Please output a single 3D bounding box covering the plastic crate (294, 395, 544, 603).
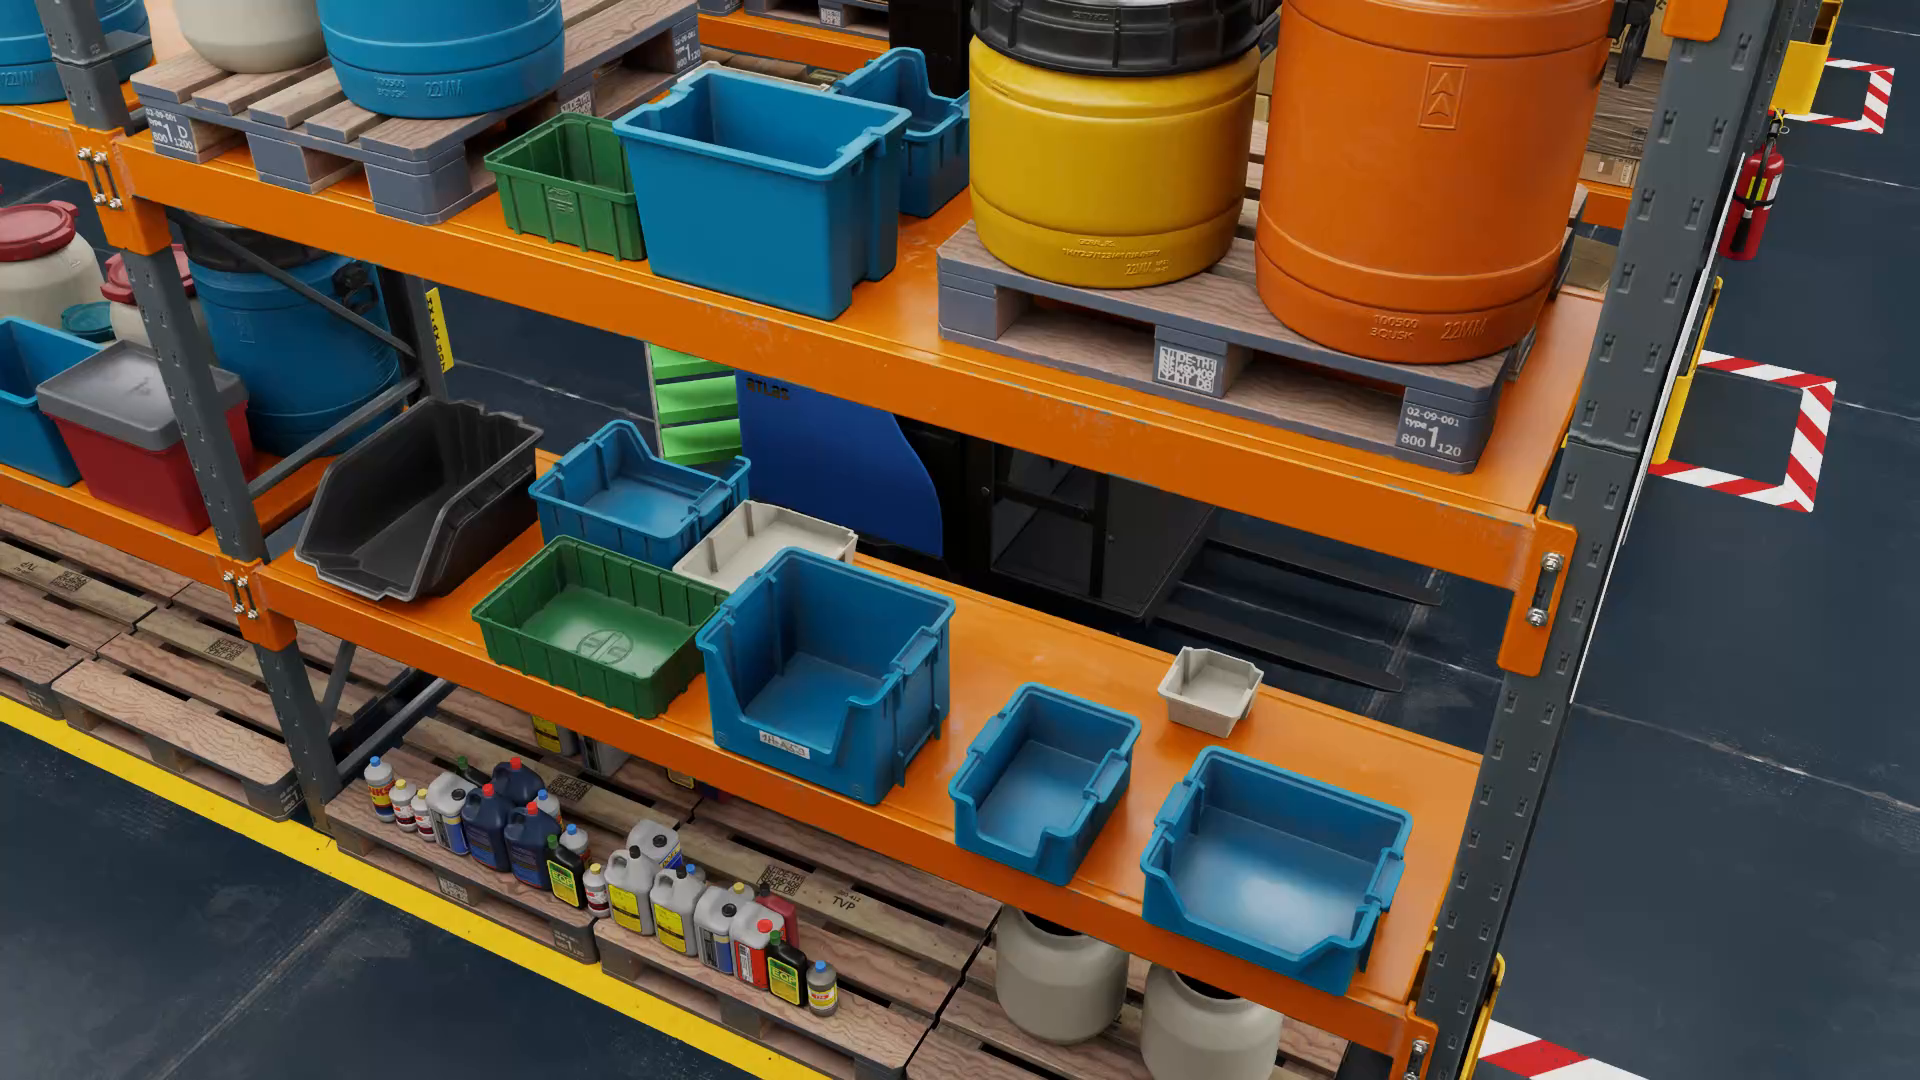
[{"bbox_3d":[-1.756,-0.110,5.465,0.504,0.338,0.767,17,41,21],"label":"plastic crate"}]

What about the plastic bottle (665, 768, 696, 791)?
[{"bbox_3d":[-1.025,0.788,6.114,0.133,0.283,0.061,17,41,21],"label":"plastic bottle"}]

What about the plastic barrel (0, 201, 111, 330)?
[{"bbox_3d":[-3.563,-0.990,6.461,0.433,0.535,0.433,0,37,0],"label":"plastic barrel"}]

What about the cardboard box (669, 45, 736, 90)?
[{"bbox_3d":[-1.828,-2.822,10.691,0.500,0.500,0.700,21,42,25],"label":"cardboard box"}]

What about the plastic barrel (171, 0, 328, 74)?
[{"bbox_3d":[-1.871,-1.530,4.364,0.421,0.512,0.421,0,37,0],"label":"plastic barrel"}]

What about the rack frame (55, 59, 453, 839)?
[{"bbox_3d":[-2.163,-0.348,5.728,0.127,3.000,1.000,17,41,21],"label":"rack frame"}]

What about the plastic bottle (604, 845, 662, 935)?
[{"bbox_3d":[-1.092,1.150,5.582,0.185,0.351,0.144,17,40,21],"label":"plastic bottle"}]

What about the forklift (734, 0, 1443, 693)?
[{"bbox_3d":[0.558,-0.991,6.631,3.031,2.935,1.130,18,41,22],"label":"forklift"}]

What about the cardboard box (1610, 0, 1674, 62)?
[{"bbox_3d":[3.065,-2.472,7.370,0.500,0.500,0.500,17,41,21],"label":"cardboard box"}]

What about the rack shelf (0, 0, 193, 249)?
[{"bbox_3d":[-3.939,-1.813,5.771,4.000,0.370,1.077,17,41,21],"label":"rack shelf"}]

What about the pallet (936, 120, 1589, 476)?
[{"bbox_3d":[0.700,-0.638,3.785,1.213,0.211,1.003,17,41,21],"label":"pallet"}]

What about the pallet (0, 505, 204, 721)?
[{"bbox_3d":[-3.965,0.226,7.277,1.213,0.211,1.003,17,41,21],"label":"pallet"}]

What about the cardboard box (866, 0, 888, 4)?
[{"bbox_3d":[-0.526,-3.710,9.313,1.000,1.000,1.000,18,41,22],"label":"cardboard box"}]

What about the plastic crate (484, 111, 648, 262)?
[{"bbox_3d":[-0.887,-0.874,4.115,0.450,0.188,0.336,17,41,21],"label":"plastic crate"}]

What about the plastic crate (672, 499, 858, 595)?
[{"bbox_3d":[-0.604,0.072,5.392,0.437,0.136,0.530,17,41,21],"label":"plastic crate"}]

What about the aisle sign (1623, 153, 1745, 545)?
[{"bbox_3d":[1.588,-0.409,3.658,0.004,0.787,0.394,17,41,21],"label":"aisle sign"}]

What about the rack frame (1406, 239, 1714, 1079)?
[{"bbox_3d":[1.389,0.764,4.263,0.127,3.000,1.000,17,41,21],"label":"rack frame"}]

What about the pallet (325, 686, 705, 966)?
[{"bbox_3d":[-1.586,0.972,6.296,1.213,0.211,1.003,17,41,21],"label":"pallet"}]

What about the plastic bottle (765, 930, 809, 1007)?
[{"bbox_3d":[-0.555,1.373,5.344,0.133,0.283,0.061,18,41,23],"label":"plastic bottle"}]

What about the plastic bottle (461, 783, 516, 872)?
[{"bbox_3d":[-1.637,0.979,5.807,0.185,0.351,0.144,18,41,23],"label":"plastic bottle"}]

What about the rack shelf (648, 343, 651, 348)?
[{"bbox_3d":[-1.163,-1.009,7.398,0.480,0.148,0.258,-8,38,-11],"label":"rack shelf"}]

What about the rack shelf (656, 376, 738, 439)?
[{"bbox_3d":[-1.163,-0.626,7.688,0.480,0.148,0.258,-8,38,-11],"label":"rack shelf"}]

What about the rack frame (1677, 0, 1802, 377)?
[{"bbox_3d":[3.667,-1.895,7.766,0.127,3.000,1.000,17,41,21],"label":"rack frame"}]

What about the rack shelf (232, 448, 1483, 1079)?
[{"bbox_3d":[-0.387,0.494,5.213,4.000,0.370,1.077,17,41,21],"label":"rack shelf"}]

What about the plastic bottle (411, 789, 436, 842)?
[{"bbox_3d":[-1.901,0.972,5.940,0.097,0.201,0.097,0,37,0],"label":"plastic bottle"}]

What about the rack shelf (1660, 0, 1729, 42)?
[{"bbox_3d":[-0.387,-1.736,3.520,4.000,0.370,1.077,17,41,21],"label":"rack shelf"}]

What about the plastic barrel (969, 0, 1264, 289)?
[{"bbox_3d":[0.318,-0.922,3.500,0.600,0.588,0.600,0,37,0],"label":"plastic barrel"}]

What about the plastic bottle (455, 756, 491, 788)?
[{"bbox_3d":[-1.733,0.900,5.966,0.133,0.283,0.061,17,41,21],"label":"plastic bottle"}]

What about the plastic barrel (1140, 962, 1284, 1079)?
[{"bbox_3d":[0.770,1.446,5.075,0.421,0.512,0.421,0,37,0],"label":"plastic barrel"}]

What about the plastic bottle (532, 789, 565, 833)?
[{"bbox_3d":[-1.453,0.986,5.863,0.097,0.271,0.097,0,37,0],"label":"plastic bottle"}]

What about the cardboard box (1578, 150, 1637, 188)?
[{"bbox_3d":[3.097,-1.833,7.892,0.250,0.149,0.380,17,41,21],"label":"cardboard box"}]

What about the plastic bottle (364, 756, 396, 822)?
[{"bbox_3d":[-2.081,0.887,5.993,0.097,0.271,0.097,0,37,0],"label":"plastic bottle"}]

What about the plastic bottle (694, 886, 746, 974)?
[{"bbox_3d":[-0.778,1.275,5.478,0.135,0.276,0.152,16,40,20],"label":"plastic bottle"}]

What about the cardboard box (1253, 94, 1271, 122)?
[{"bbox_3d":[1.506,-2.276,8.476,0.250,0.149,0.380,17,41,21],"label":"cardboard box"}]

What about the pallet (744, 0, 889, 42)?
[{"bbox_3d":[-0.497,-3.222,9.672,1.213,0.211,1.003,17,41,21],"label":"pallet"}]

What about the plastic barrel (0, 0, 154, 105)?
[{"bbox_3d":[-2.714,-1.768,4.702,0.708,0.901,0.600,17,41,21],"label":"plastic barrel"}]

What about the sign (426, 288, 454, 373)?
[{"bbox_3d":[-1.900,-0.751,6.029,0.005,0.325,0.100,17,41,21],"label":"sign"}]

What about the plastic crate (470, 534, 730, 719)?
[{"bbox_3d":[-1.087,0.265,5.095,0.662,0.188,0.450,17,41,21],"label":"plastic crate"}]

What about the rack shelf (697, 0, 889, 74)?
[{"bbox_3d":[-1.661,-3.277,10.181,4.000,0.370,1.077,17,41,21],"label":"rack shelf"}]

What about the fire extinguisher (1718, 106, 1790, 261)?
[{"bbox_3d":[3.557,-1.585,7.421,0.183,0.674,0.296,17,41,21],"label":"fire extinguisher"}]

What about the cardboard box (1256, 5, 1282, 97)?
[{"bbox_3d":[1.829,-2.603,8.370,0.500,0.500,0.875,17,41,21],"label":"cardboard box"}]

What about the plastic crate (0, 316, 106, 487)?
[{"bbox_3d":[-3.285,-0.482,5.917,0.575,0.384,0.392,17,41,21],"label":"plastic crate"}]

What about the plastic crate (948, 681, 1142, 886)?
[{"bbox_3d":[0.233,0.661,4.521,0.408,0.251,0.499,17,41,21],"label":"plastic crate"}]

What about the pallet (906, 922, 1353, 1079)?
[{"bbox_3d":[0.581,1.650,5.402,1.213,0.211,1.003,17,41,21],"label":"pallet"}]

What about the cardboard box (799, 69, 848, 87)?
[{"bbox_3d":[-0.835,-2.512,10.282,0.500,0.500,0.700,17,40,21],"label":"cardboard box"}]

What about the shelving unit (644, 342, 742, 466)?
[{"bbox_3d":[-1.163,-0.677,7.650,0.503,1.200,0.258,-8,38,-11],"label":"shelving unit"}]

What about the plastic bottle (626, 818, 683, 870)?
[{"bbox_3d":[-1.046,1.093,5.718,0.135,0.276,0.152,17,41,21],"label":"plastic bottle"}]

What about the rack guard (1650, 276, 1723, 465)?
[{"bbox_3d":[3.599,-0.921,8.549,0.348,0.500,1.175,17,41,21],"label":"rack guard"}]

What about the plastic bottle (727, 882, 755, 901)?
[{"bbox_3d":[-0.737,1.232,5.596,0.097,0.201,0.097,0,37,0],"label":"plastic bottle"}]

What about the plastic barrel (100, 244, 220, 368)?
[{"bbox_3d":[-2.911,-0.786,6.192,0.433,0.535,0.433,0,37,0],"label":"plastic barrel"}]

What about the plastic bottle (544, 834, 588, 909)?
[{"bbox_3d":[-1.342,1.126,5.668,0.133,0.283,0.061,19,41,23],"label":"plastic bottle"}]

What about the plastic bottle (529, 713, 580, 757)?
[{"bbox_3d":[-1.525,0.633,6.262,0.185,0.351,0.144,17,41,21],"label":"plastic bottle"}]

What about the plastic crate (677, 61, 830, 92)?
[{"bbox_3d":[-0.552,-1.209,4.599,0.396,0.136,0.243,17,41,21],"label":"plastic crate"}]
